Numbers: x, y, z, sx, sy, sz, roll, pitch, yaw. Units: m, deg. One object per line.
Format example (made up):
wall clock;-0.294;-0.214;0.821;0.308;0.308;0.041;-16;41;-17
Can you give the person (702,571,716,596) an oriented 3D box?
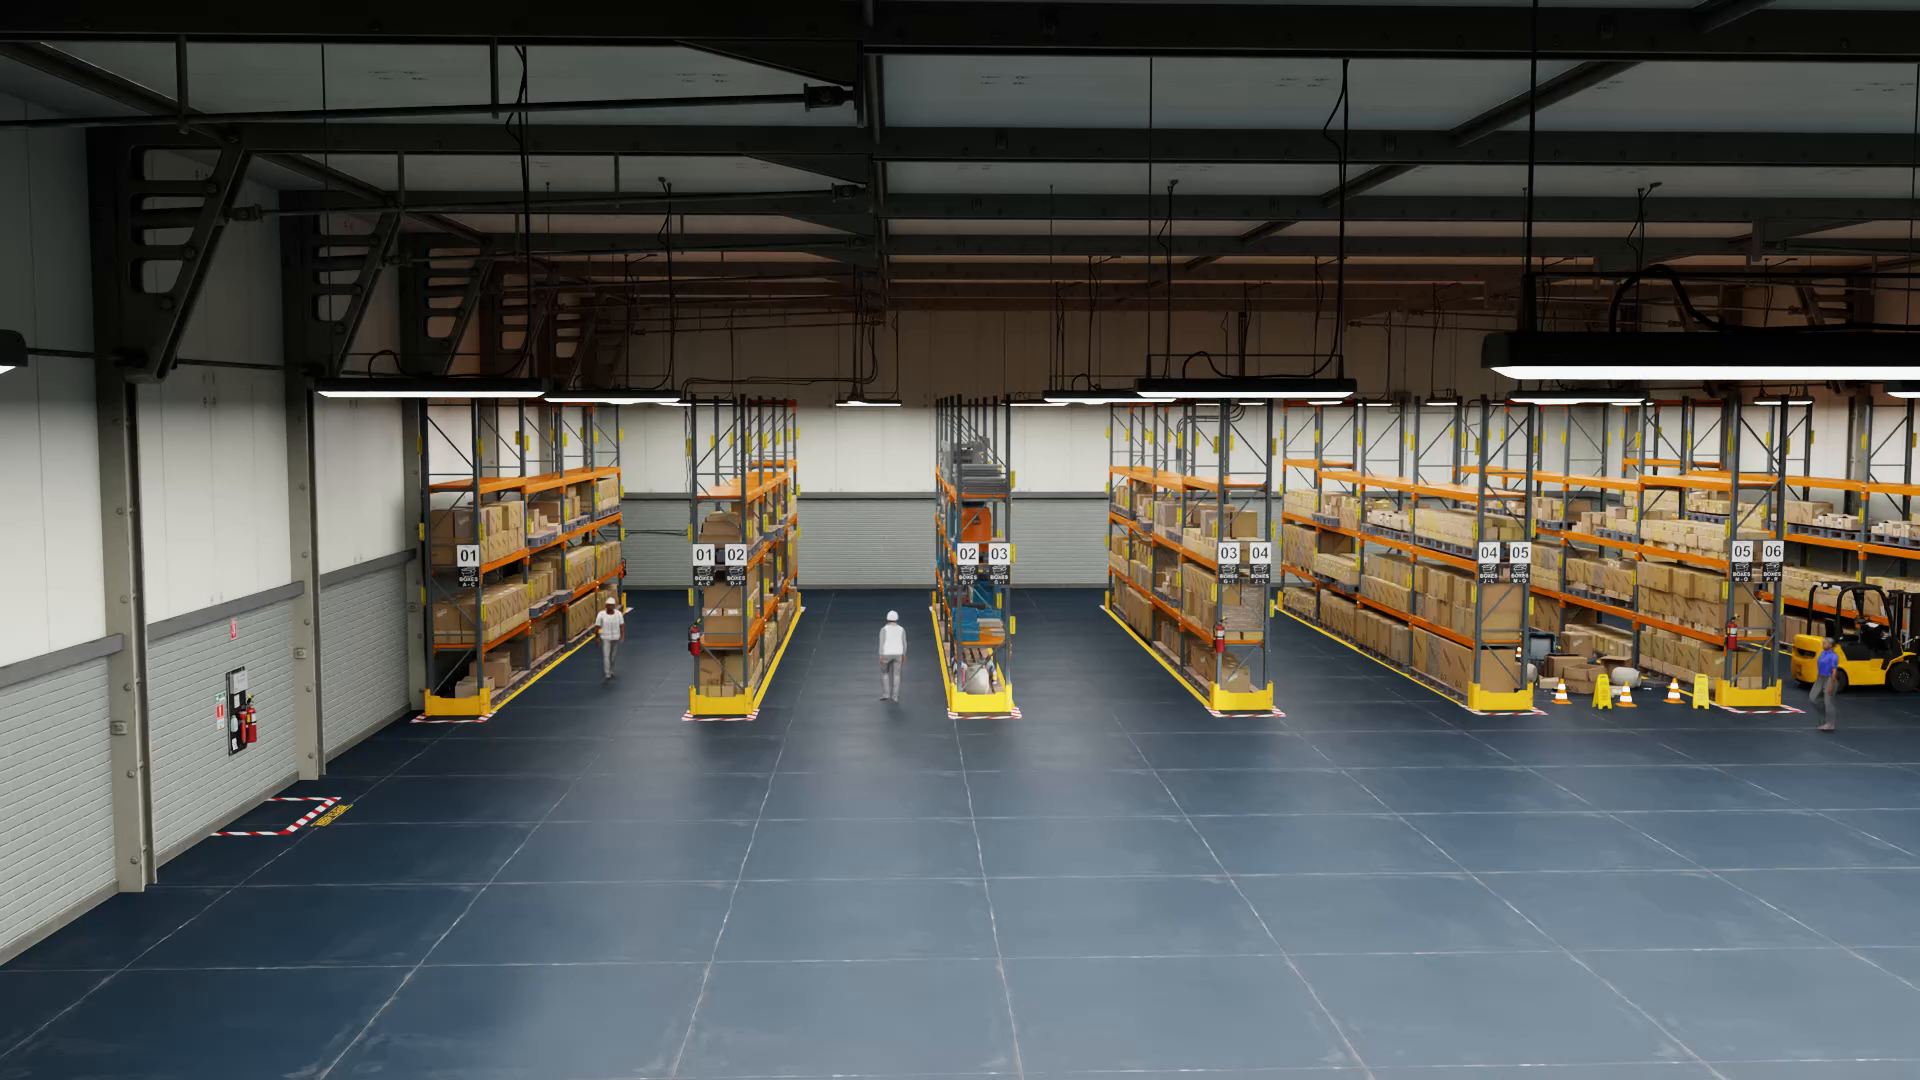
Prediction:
person;-6.597;1.322;44.541;0.659;1.724;1.034;0;4;-1

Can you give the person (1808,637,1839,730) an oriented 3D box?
person;15.441;2.548;29.613;0.453;1.651;0.452;-2;5;-19

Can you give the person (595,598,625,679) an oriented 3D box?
person;-7.369;2.072;35.166;0.591;1.703;1.066;-3;5;-29

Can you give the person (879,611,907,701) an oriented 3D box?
person;-1.318;2.295;32.633;0.568;1.814;0.624;-1;5;-12
